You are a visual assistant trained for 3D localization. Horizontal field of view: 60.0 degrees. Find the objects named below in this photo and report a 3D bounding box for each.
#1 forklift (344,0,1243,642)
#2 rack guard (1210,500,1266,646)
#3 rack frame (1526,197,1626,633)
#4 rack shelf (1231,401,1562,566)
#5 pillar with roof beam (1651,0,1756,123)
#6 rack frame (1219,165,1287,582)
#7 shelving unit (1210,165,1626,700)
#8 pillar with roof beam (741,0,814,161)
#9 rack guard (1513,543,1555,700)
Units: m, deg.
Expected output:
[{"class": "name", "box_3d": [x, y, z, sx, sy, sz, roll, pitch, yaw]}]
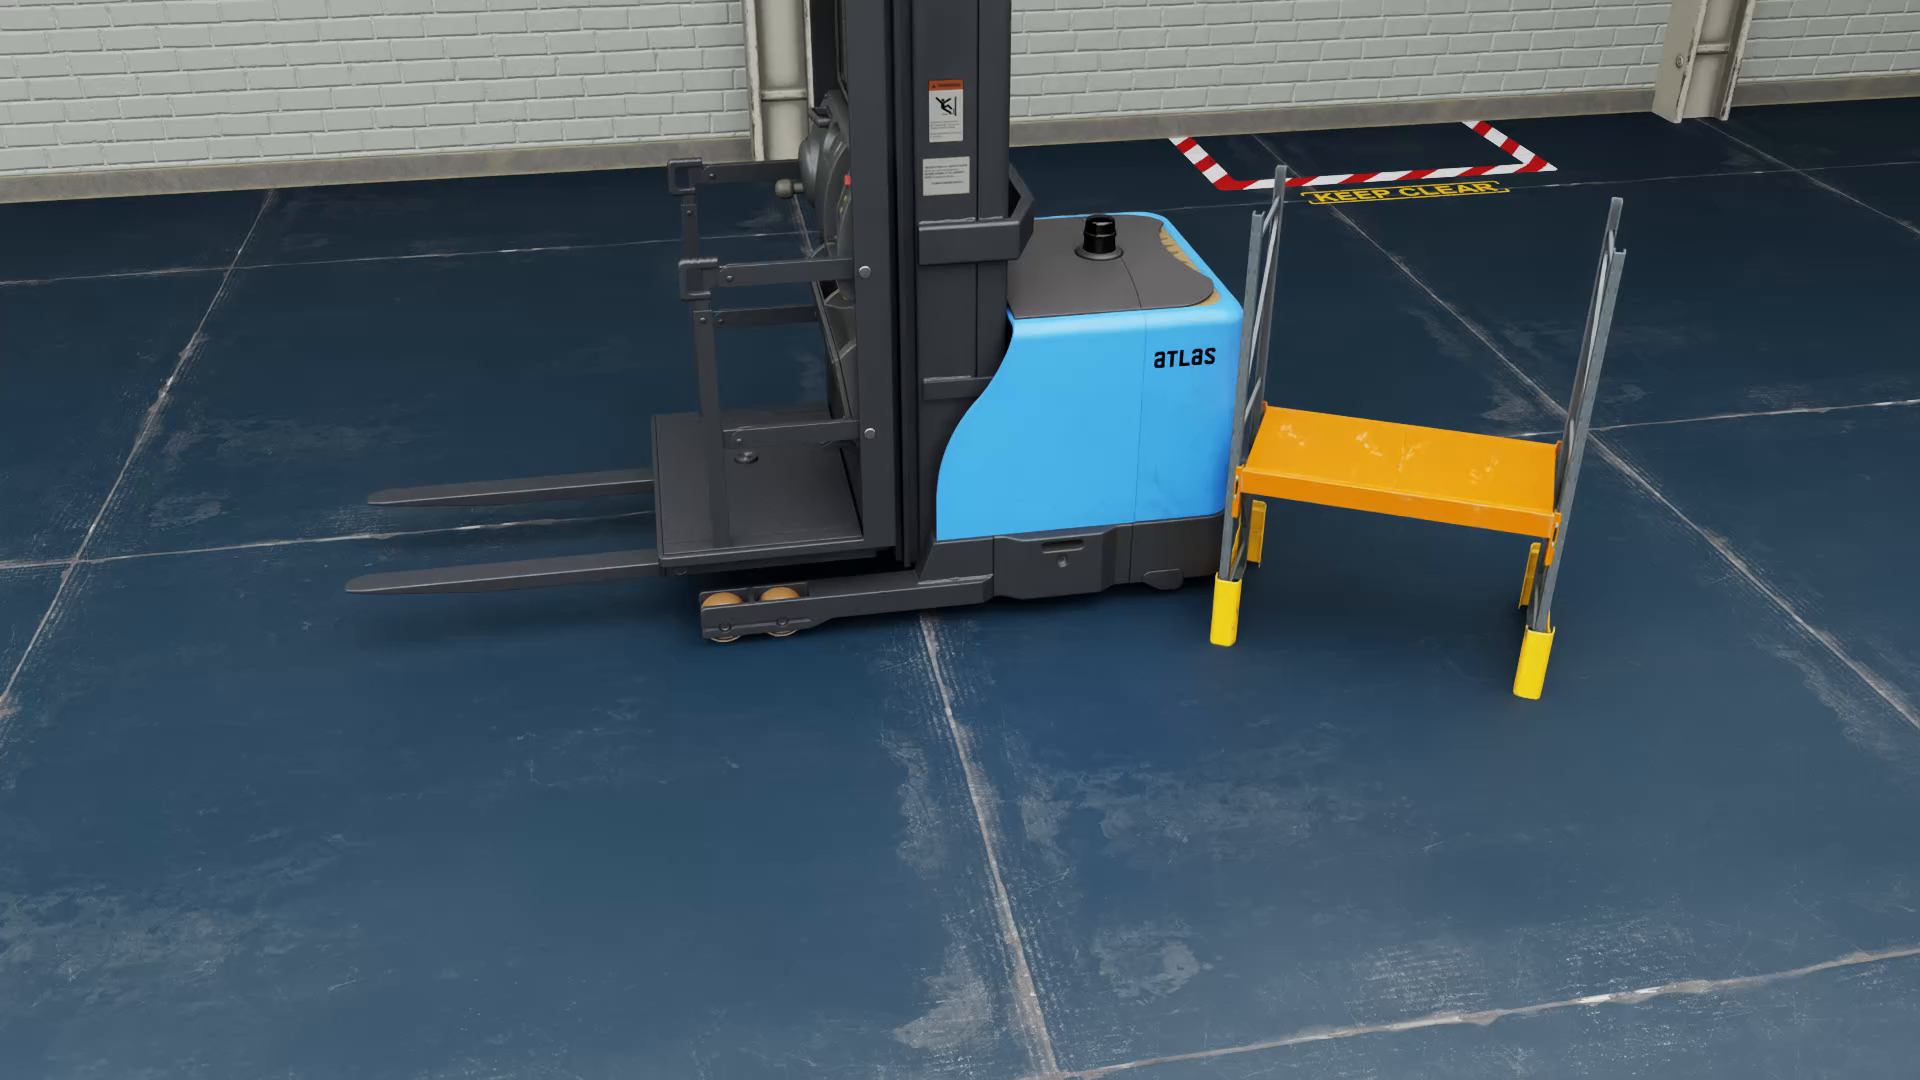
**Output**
[{"class": "forklift", "box_3d": [-0.616, -1.206, 5.410, 3.031, 2.935, 1.130, -5, 31, -9]}, {"class": "rack guard", "box_3d": [0.976, 0.106, 5.822, 0.087, 0.250, 0.587, 9, 32, 15]}, {"class": "rack frame", "box_3d": [1.925, -0.276, 5.240, 0.032, 1.500, 0.500, 9, 32, 15]}, {"class": "rack shelf", "box_3d": [1.441, -0.201, 5.467, 1.000, 0.185, 0.538, 9, 32, 15]}, {"class": "pillar with roof beam", "box_3d": [5.620, -4.561, 5.128, 0.400, 9.000, 9.100, -5, 31, -9]}, {"class": "rack frame", "box_3d": [0.958, -0.435, 5.511, 0.032, 1.500, 0.500, 9, 32, 15]}, {"class": "shelving unit", "box_3d": [1.450, -0.354, 5.373, 1.083, 1.500, 0.587, 9, 32, 15]}, {"class": "pillar with roof beam", "box_3d": [-0.282, -4.013, 4.197, 0.400, 9.000, 9.100, -5, 31, -9]}, {"class": "rack guard", "box_3d": [1.924, 0.262, 5.557, 0.087, 0.250, 0.587, 9, 32, 15]}]
